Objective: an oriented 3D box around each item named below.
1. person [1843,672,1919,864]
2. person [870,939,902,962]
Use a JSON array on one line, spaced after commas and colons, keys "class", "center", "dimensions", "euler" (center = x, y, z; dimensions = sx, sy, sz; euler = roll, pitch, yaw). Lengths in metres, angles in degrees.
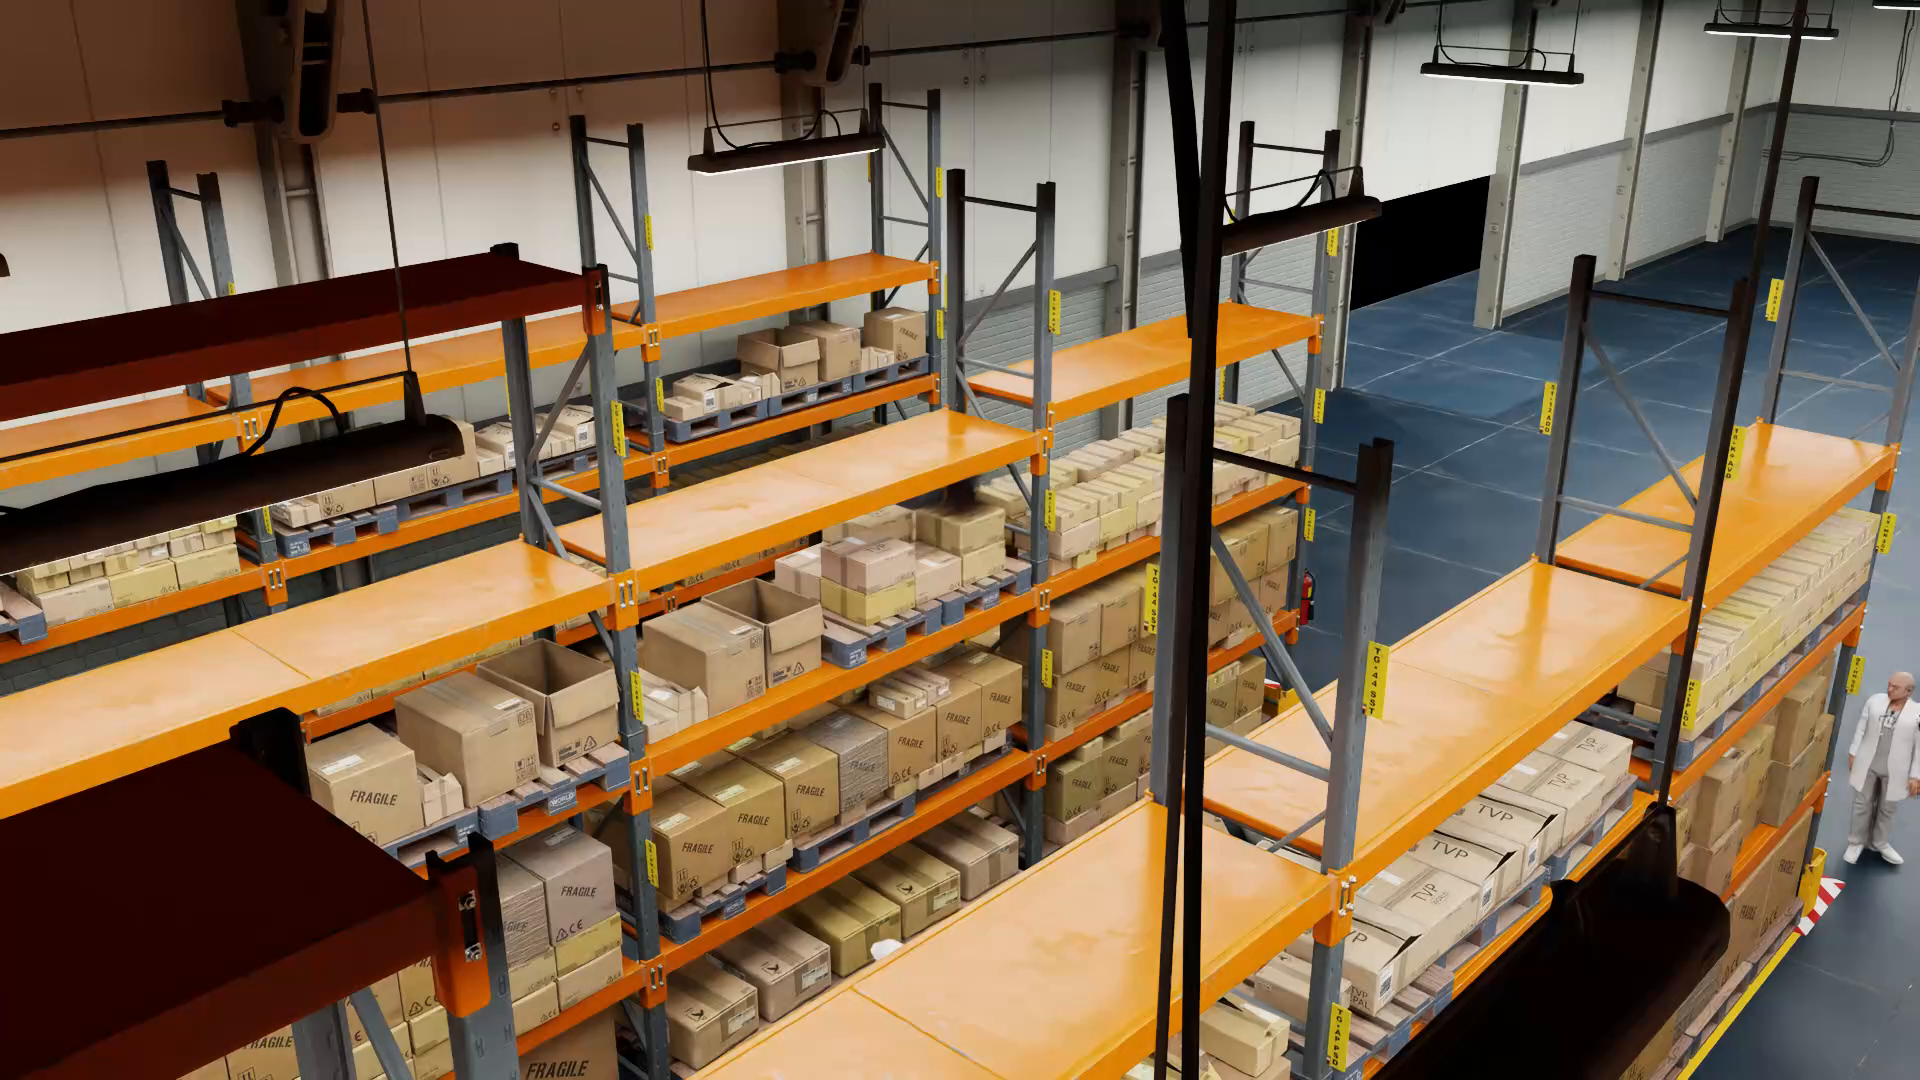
[{"class": "person", "center": [8.050, 1.984, 14.459], "dimensions": [0.640, 1.801, 0.454], "euler": [20, 29, 41]}, {"class": "person", "center": [-0.524, 3.362, 10.914], "dimensions": [0.519, 1.783, 0.599], "euler": [12, 24, 28]}]
